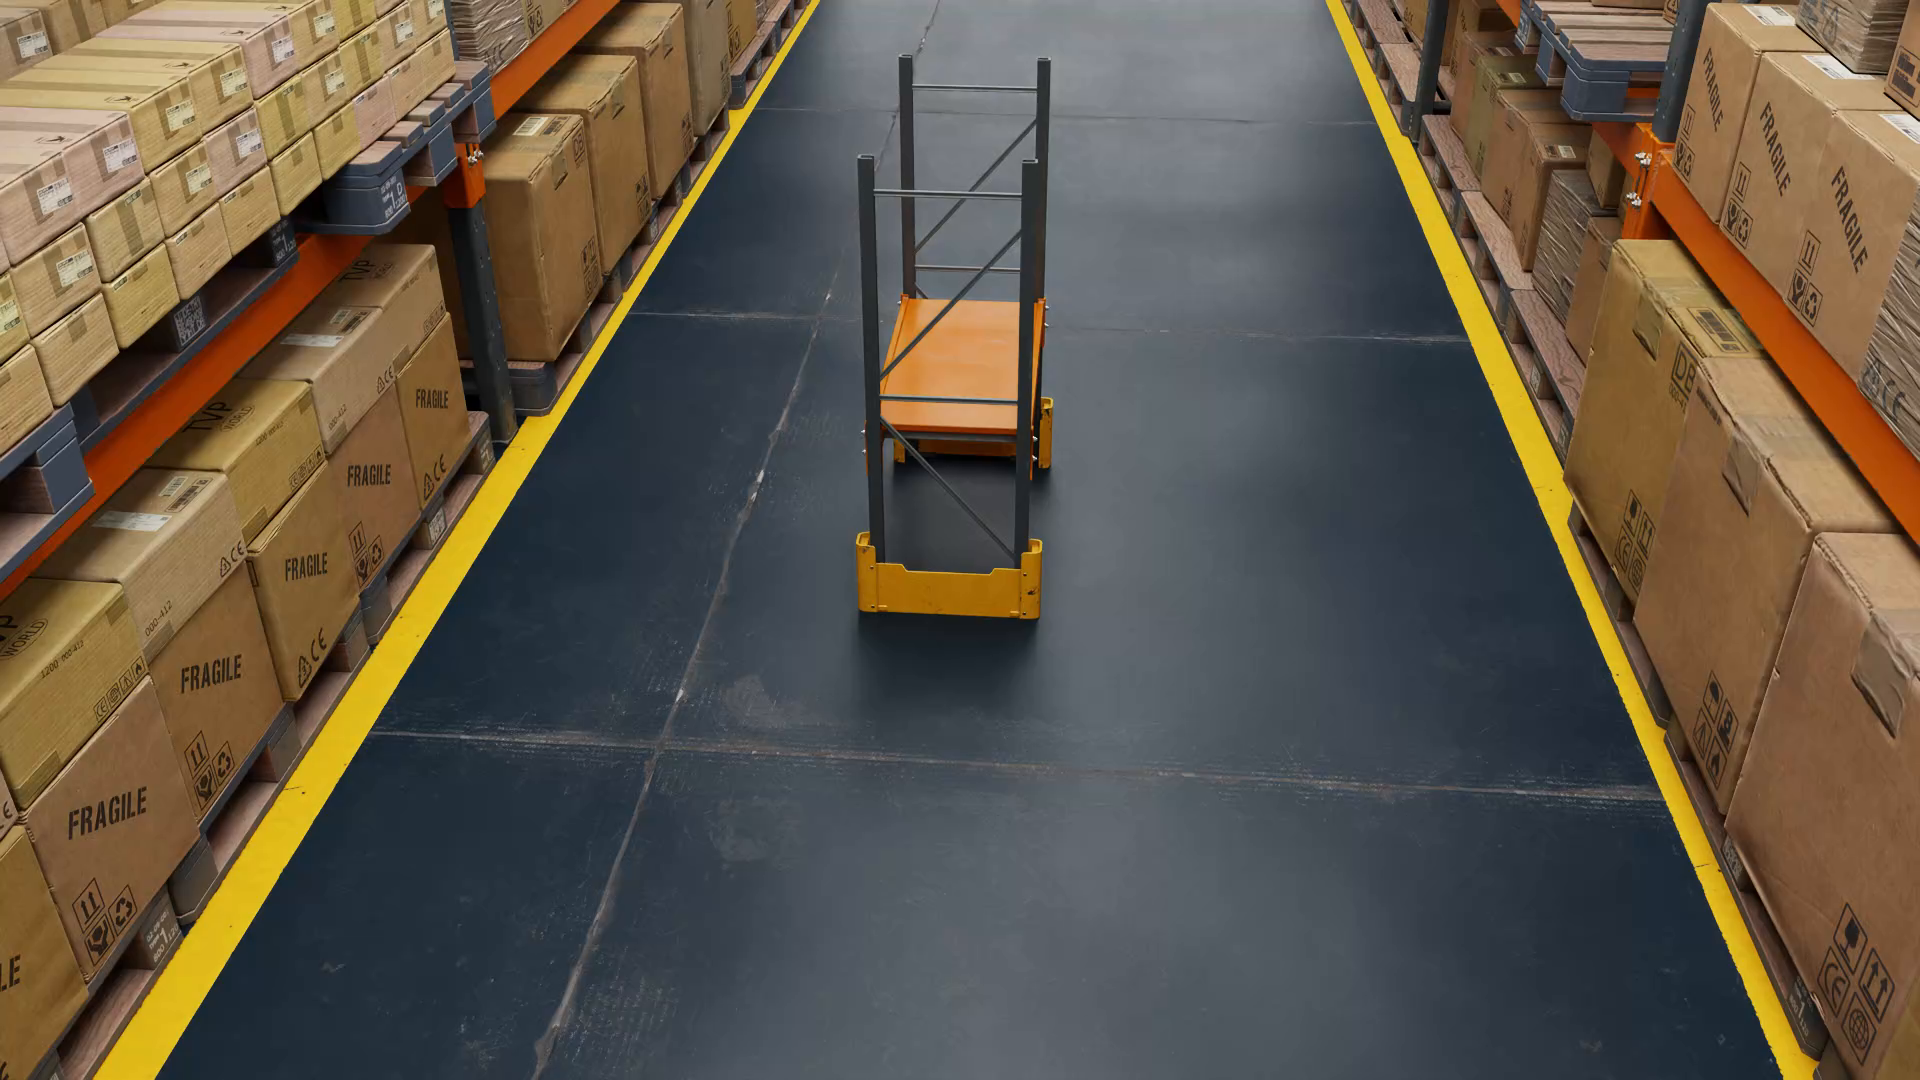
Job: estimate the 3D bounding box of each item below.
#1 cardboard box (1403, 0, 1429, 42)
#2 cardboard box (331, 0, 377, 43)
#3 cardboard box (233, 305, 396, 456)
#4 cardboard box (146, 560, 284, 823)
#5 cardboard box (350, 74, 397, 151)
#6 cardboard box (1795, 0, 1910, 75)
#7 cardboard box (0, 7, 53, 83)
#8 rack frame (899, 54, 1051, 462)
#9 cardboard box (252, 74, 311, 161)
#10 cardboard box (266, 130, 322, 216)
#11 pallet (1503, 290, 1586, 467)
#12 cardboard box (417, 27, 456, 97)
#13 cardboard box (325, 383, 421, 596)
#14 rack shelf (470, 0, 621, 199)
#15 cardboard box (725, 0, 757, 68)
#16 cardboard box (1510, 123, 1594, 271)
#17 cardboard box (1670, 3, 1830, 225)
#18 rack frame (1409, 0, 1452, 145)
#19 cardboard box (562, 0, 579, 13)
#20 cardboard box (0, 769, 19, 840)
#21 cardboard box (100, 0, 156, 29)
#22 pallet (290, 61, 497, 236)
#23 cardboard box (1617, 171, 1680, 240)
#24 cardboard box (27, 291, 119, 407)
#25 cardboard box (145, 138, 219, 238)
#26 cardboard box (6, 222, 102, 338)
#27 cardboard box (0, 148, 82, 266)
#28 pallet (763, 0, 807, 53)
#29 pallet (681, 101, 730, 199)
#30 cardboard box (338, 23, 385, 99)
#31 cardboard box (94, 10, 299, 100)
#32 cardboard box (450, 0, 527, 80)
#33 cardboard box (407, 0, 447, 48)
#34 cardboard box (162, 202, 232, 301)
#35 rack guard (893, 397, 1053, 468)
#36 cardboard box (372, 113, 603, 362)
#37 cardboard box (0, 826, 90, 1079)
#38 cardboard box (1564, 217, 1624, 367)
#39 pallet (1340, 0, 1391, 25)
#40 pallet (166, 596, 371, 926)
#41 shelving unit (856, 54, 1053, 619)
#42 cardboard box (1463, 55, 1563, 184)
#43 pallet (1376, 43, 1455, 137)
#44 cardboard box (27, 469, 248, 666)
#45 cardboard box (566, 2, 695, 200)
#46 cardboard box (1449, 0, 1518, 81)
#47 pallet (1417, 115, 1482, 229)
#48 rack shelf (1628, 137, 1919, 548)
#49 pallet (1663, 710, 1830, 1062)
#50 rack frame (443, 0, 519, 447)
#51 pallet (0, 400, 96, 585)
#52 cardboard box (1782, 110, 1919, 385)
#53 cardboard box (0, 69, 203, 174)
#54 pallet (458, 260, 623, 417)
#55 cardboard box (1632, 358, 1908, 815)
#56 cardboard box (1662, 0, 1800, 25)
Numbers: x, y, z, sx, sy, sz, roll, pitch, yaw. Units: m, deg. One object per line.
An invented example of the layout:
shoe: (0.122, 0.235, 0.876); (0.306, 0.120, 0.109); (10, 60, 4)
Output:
cardboard box: (3.135, -3.463, 10.493); (0.500, 0.500, 0.500); (0, 32, 0)
cardboard box: (-1.837, -1.467, 4.544); (0.380, 0.149, 0.250); (3, 32, 5)
cardboard box: (-2.035, -0.487, 4.948); (0.500, 0.250, 0.500); (3, 32, 5)
cardboard box: (-2.141, 0.364, 4.282); (0.500, 0.500, 0.500); (3, 32, 5)
cardboard box: (-1.835, -1.216, 4.704); (0.380, 0.149, 0.250); (3, 32, 5)
cardboard box: (2.649, -1.510, 4.289); (0.797, 0.503, 0.637); (3, 32, 6)
cardboard box: (-2.527, -1.229, 4.158); (0.380, 0.149, 0.250); (4, 32, 6)
rack frame: (0.048, -0.949, 5.860); (0.500, 1.500, 0.032); (2, 32, 4)
cardboard box: (-1.879, -1.069, 4.181); (0.380, 0.149, 0.250); (2, 32, 4)
cardboard box: (-1.879, -0.945, 4.264); (0.380, 0.149, 0.250); (1, 32, 2)
pallet: (2.790, -0.643, 6.592); (1.003, 0.211, 1.213); (2, 32, 4)
cardboard box: (-1.792, -1.481, 5.133); (0.380, 0.149, 0.250); (3, 32, 5)
cardboard box: (-2.049, -0.174, 5.156); (0.500, 0.500, 0.500); (4, 32, 6)
rack shelf: (-2.047, -2.426, 7.513); (1.077, 0.370, 4.000); (2, 32, 4)
cardboard box: (-1.764, -3.378, 9.997); (0.875, 0.875, 0.875); (3, 32, 5)
cardboard box: (2.831, -1.483, 7.261); (0.700, 0.500, 0.500); (5, 32, 8)
cardboard box: (2.414, -1.222, 4.778); (0.500, 0.500, 0.500); (3, 32, 5)
rack frame: (3.051, -3.513, 8.592); (1.000, 3.000, 0.127); (2, 32, 4)
cardboard box: (-1.824, -2.482, 6.823); (0.500, 0.500, 0.500); (2, 32, 4)
cardboard box: (-2.212, 0.596, 3.191); (0.500, 0.250, 0.500); (1, 32, 2)
cardboard box: (-2.484, -1.509, 4.612); (0.380, 0.149, 0.250); (2, 32, 4)
pallet: (-2.162, -1.227, 5.065); (1.213, 0.211, 1.003); (2, 32, 4)
cardboard box: (2.750, -1.216, 6.112); (0.500, 0.250, 0.500); (4, 32, 6)
cardboard box: (-1.962, -0.393, 3.368); (0.380, 0.149, 0.250); (1, 32, 2)
cardboard box: (-1.920, -0.797, 3.740); (0.380, 0.149, 0.250); (2, 32, 3)
cardboard box: (-1.965, -0.527, 3.302); (0.380, 0.149, 0.250); (4, 32, 6)
cardboard box: (-1.962, -0.650, 3.218); (0.380, 0.149, 0.250); (2, 32, 4)
pallet: (-1.648, -3.625, 11.431); (1.003, 0.211, 1.213); (2, 32, 4)
pallet: (-1.872, -2.184, 9.093); (1.003, 0.211, 1.213); (2, 32, 4)
cardboard box: (-1.835, -1.330, 4.604); (0.380, 0.149, 0.250); (3, 32, 5)
cardboard box: (-1.881, -1.202, 4.113); (0.380, 0.149, 0.250); (2, 32, 4)
cardboard box: (-1.905, -1.952, 5.963); (0.500, 0.500, 0.500); (3, 32, 5)
cardboard box: (-1.797, -1.607, 5.054); (0.380, 0.149, 0.250); (3, 32, 5)
cardboard box: (-1.921, -0.667, 3.813); (0.380, 0.149, 0.250); (1, 32, 2)
rack guard: (0.047, -0.407, 6.172); (0.587, 0.250, 0.087); (2, 32, 4)
cardboard box: (-2.071, -1.222, 6.618); (1.050, 0.750, 0.750); (2, 32, 3)
cardboard box: (-2.211, 0.916, 3.387); (0.500, 0.500, 0.500); (4, 32, 6)
cardboard box: (2.760, -0.896, 6.308); (0.700, 0.500, 0.500); (1, 32, 1)
pallet: (3.269, -3.955, 11.966); (1.003, 0.211, 1.213); (2, 32, 4)
pallet: (-2.377, 0.546, 4.663); (1.003, 0.211, 1.213); (2, 32, 4)
shelving unit: (0.006, -0.678, 5.421); (0.587, 1.500, 1.083); (2, 32, 4)
cardboard box: (2.922, -2.068, 8.209); (0.700, 0.500, 0.500); (2, 32, 4)
pallet: (3.070, -2.679, 9.896); (1.003, 0.211, 1.213); (2, 32, 4)
cardboard box: (-2.125, 0.051, 4.075); (0.500, 0.250, 0.500); (4, 32, 6)
cardboard box: (-1.928, -2.166, 8.150); (1.050, 0.750, 0.750); (2, 32, 4)
cardboard box: (3.123, -2.835, 9.474); (0.500, 0.500, 0.500); (2, 32, 2)
pallet: (2.989, -1.919, 8.663); (1.003, 0.211, 1.213); (2, 32, 4)
rack shelf: (2.562, -0.070, 3.689); (1.077, 0.370, 4.000); (2, 32, 4)
pallet: (2.484, 0.811, 4.233); (1.003, 0.211, 1.213); (2, 32, 4)
rack frame: (-2.210, -1.686, 5.627); (1.000, 3.000, 0.127); (2, 32, 4)
pallet: (-2.329, 0.094, 2.922); (1.003, 0.211, 1.213); (2, 32, 4)
cardboard box: (2.336, -0.684, 3.905); (0.500, 0.500, 0.500); (2, 32, 3)
cardboard box: (-1.923, -0.923, 3.661); (0.380, 0.149, 0.250); (3, 32, 5)
pallet: (-2.071, -0.908, 7.023); (1.003, 0.211, 1.213); (2, 32, 4)
cardboard box: (2.568, 0.130, 4.305); (1.225, 0.875, 0.875); (3, 32, 4)
cardboard box: (2.729, -1.927, 5.522); (0.500, 0.500, 0.500); (-1, 32, -2)
